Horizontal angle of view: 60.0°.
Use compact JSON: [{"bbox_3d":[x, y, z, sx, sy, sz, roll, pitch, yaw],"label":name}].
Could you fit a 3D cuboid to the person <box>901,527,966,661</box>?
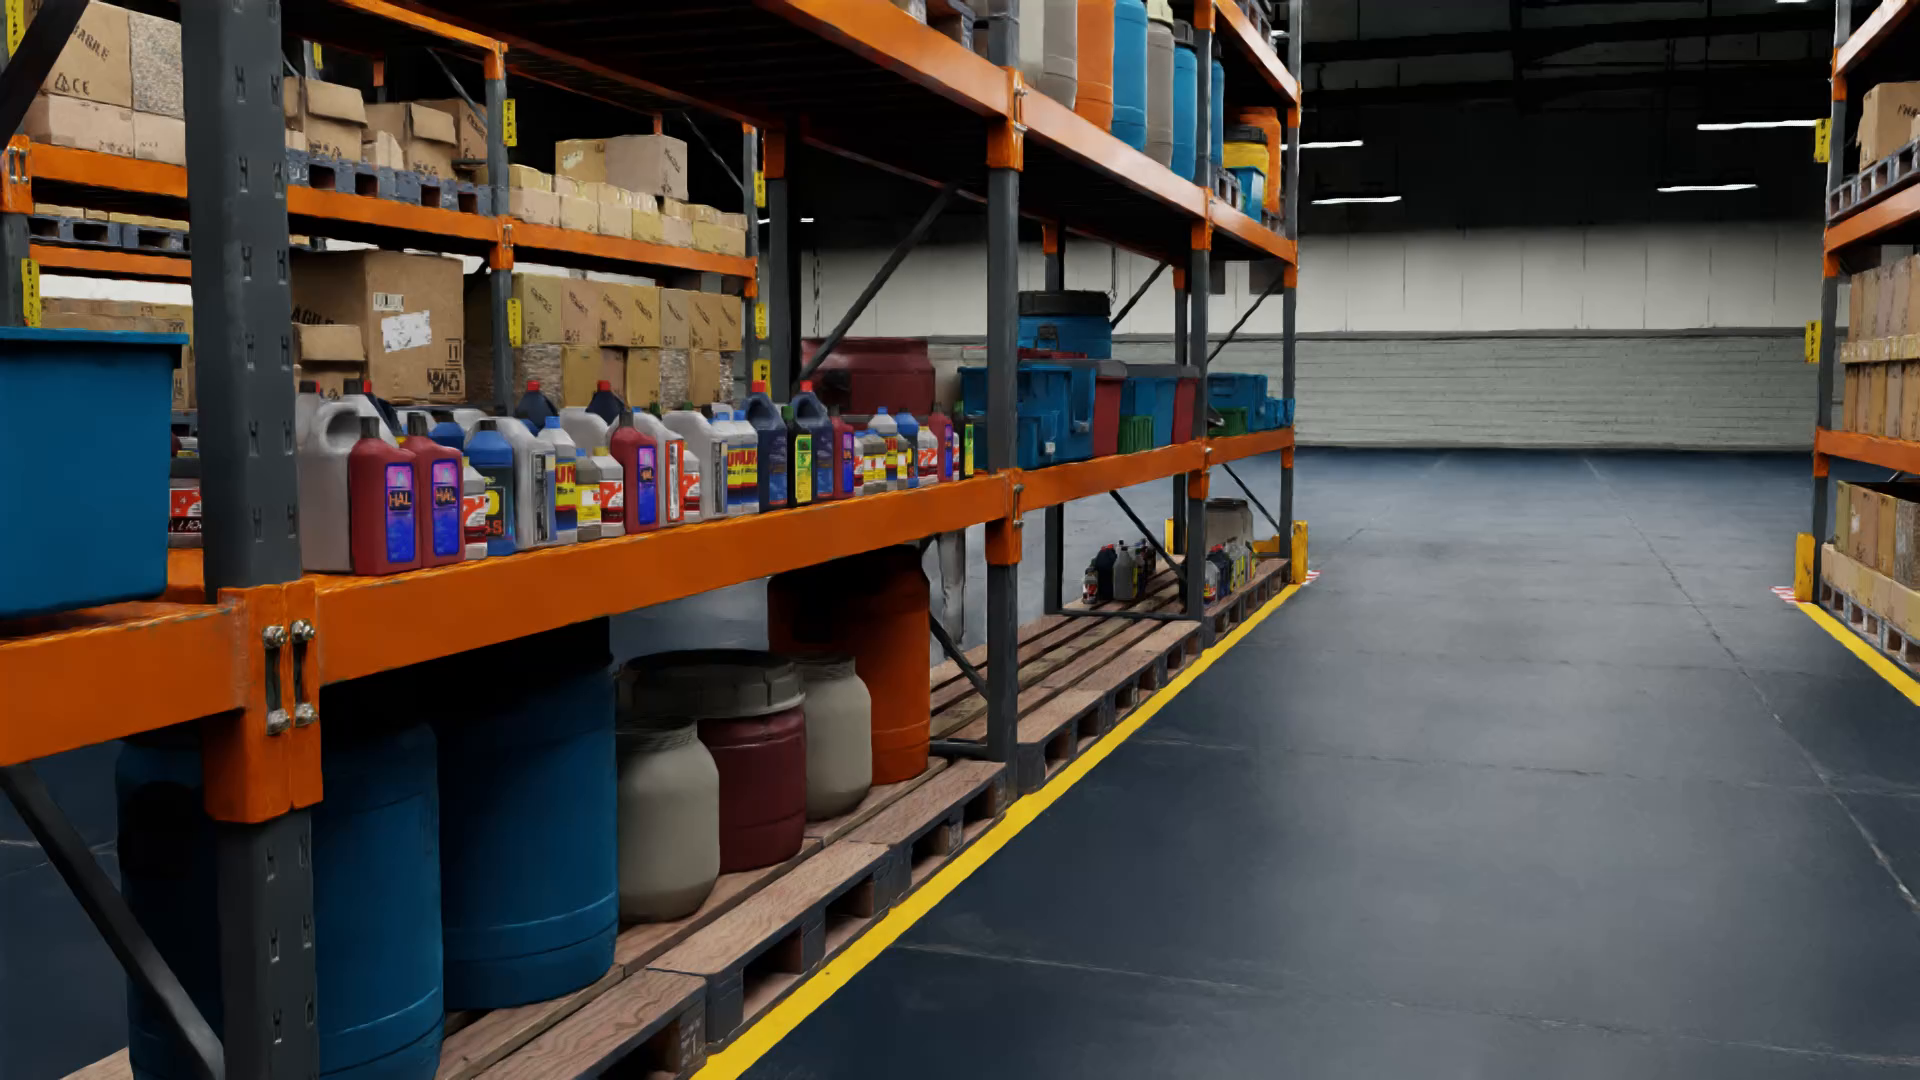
[{"bbox_3d":[-0.163,-0.087,9.686,0.599,1.632,0.699,-1,5,-7],"label":"person"}]
